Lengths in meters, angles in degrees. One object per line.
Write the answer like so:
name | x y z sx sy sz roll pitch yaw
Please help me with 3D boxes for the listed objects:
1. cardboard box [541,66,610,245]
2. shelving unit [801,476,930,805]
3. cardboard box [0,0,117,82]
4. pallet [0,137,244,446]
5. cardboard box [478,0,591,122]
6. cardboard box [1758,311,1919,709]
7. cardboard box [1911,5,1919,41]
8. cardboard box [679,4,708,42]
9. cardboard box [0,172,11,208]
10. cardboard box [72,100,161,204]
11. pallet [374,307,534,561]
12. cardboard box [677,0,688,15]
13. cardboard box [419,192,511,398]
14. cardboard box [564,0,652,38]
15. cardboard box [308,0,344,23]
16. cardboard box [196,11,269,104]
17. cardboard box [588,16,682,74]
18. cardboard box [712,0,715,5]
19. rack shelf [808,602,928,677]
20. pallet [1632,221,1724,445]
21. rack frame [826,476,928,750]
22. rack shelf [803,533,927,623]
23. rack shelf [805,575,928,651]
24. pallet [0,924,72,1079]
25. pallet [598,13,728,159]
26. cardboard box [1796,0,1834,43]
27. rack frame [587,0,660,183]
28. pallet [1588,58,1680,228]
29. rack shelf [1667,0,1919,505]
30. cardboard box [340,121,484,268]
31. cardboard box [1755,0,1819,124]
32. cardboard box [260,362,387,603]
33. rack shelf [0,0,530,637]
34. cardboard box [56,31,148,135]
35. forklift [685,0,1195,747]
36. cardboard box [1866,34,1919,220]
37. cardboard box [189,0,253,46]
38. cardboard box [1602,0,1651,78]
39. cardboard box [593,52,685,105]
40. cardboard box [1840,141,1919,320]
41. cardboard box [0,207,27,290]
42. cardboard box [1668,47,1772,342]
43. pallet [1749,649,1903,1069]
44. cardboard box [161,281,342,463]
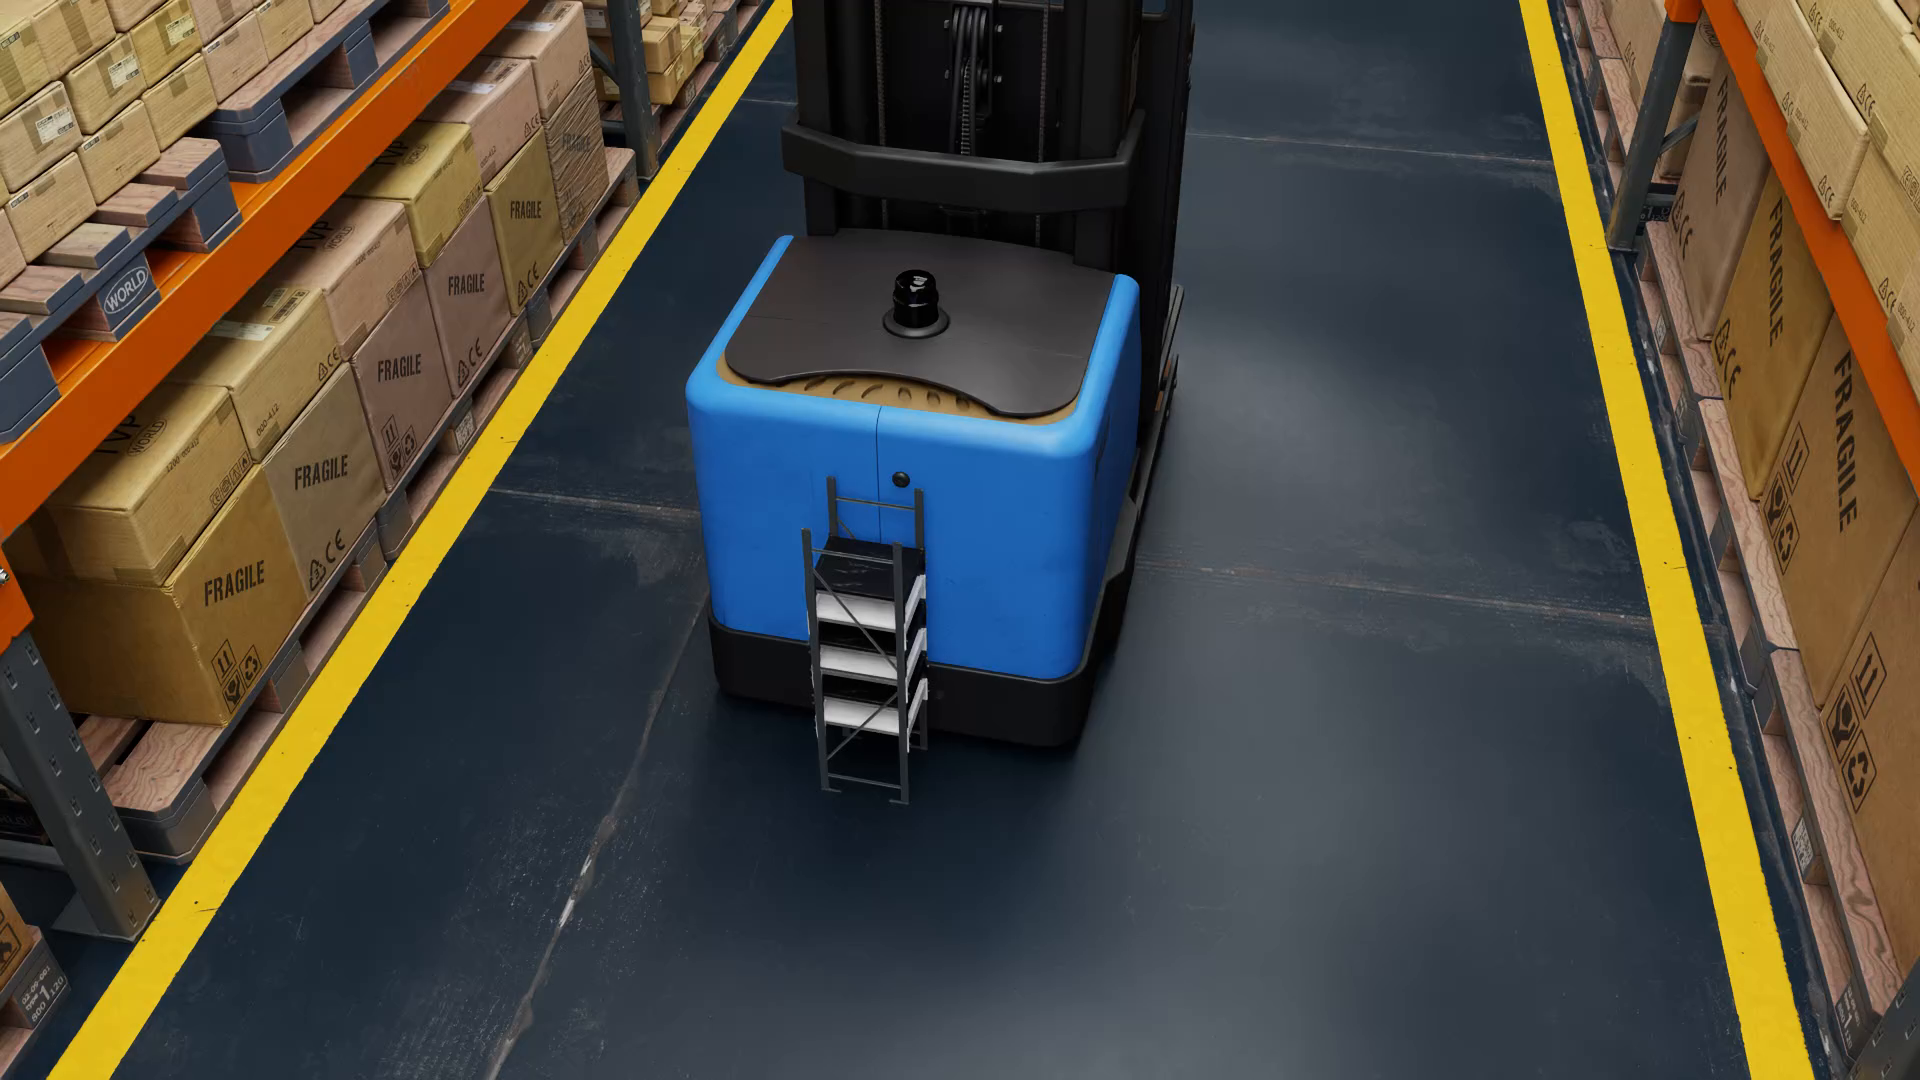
cardboard box | -1.681 -1.480 6.319 0.500 0.500 0.500 6 40 7
shelving unit | -0.229 0.273 4.213 0.258 0.900 0.210 8 40 10
cardboard box | -2.132 -1.149 3.687 0.380 0.149 0.250 6 40 7
pallet | -2.475 -0.649 3.831 1.213 0.211 1.003 6 40 8
cardboard box | -1.681 -1.766 6.076 0.500 0.250 0.500 5 40 6
cardboard box | 2.759 -0.108 4.365 0.875 0.875 0.875 7 40 8
cardboard box | 2.405 -1.193 3.475 0.500 0.500 0.500 6 40 8
cardboard box | -1.384 -2.359 7.657 0.380 0.149 0.250 6 40 7
cardboard box | -2.212 -0.725 3.407 0.380 0.149 0.250 8 40 10
cardboard box | -2.124 -0.925 3.883 0.380 0.149 0.250 8 40 10
pallet | -2.143 -0.443 5.620 1.003 0.211 1.213 6 40 8
cardboard box | -1.461 -2.470 7.558 0.380 0.149 0.250 6 40 7
cardboard box | -1.863 -0.837 5.541 0.500 0.500 0.500 6 40 7
cardboard box | -1.537 -2.260 7.070 0.380 0.149 0.250 8 40 9
cardboard box | -1.943 -1.583 4.678 0.380 0.149 0.250 5 40 6
cardboard box | -2.035 -1.262 4.290 0.380 0.149 0.250 8 40 9
cardboard box | -1.423 -2.144 7.164 0.380 0.149 0.250 8 40 10
cardboard box | -1.377 -2.697 8.065 0.380 0.149 0.250 5 40 6
rack shelf | -0.229 0.230 4.177 0.258 0.077 0.200 8 40 10
pallet | 3.033 -0.725 5.961 1.003 0.211 1.213 6 40 8
rack frame | -0.206 0.210 4.289 0.240 0.900 0.006 8 40 10
rack shelf | -0.229 0.091 4.062 0.258 0.077 0.200 8 40 10
rack shelf | -0.229 0.160 4.120 0.258 0.077 0.200 8 40 10
pallet | -2.704 1.297 3.515 1.003 0.211 1.213 6 40 8
pallet | -1.720 -2.125 7.655 1.003 0.211 1.213 6 40 8
cardboard box | 2.562 -1.538 4.481 0.500 0.250 0.500 7 40 8
rack frame | -1.801 -2.774 6.251 1.000 3.000 0.127 6 40 8
pallet | 3.300 -1.686 7.123 1.003 0.211 1.213 6 40 8
rack shelf | 2.746 -0.759 4.379 1.077 0.370 4.000 6 40 8
cardboard box | -1.860 -1.112 5.285 0.500 0.250 0.500 5 40 6
cardboard box | 2.563 -1.342 4.637 0.500 0.250 0.500 6 40 7
cardboard box | -2.036 -0.194 4.763 0.500 0.500 0.500 7 40 8
rack shelf | -2.147 -1.242 4.963 1.077 0.370 4.000 6 40 8
cardboard box | -2.124 -1.063 3.816 0.380 0.149 0.250 5 40 6
forklift | 0.143 -1.520 4.788 1.130 2.935 3.031 8 40 10
cardboard box | 2.387 -0.894 3.703 0.500 0.250 0.500 5 40 7
cardboard box | -2.037 -1.378 4.196 0.380 0.149 0.250 6 40 8
cardboard box | 3.461 -2.410 7.493 0.875 0.438 0.875 5 40 6
cardboard box | -1.422 -2.030 7.260 0.380 0.149 0.250 5 40 6
cardboard box | 2.407 -0.706 3.868 0.500 0.250 0.500 6 40 7
cardboard box | -2.217 -0.588 3.474 0.380 0.149 0.250 6 40 7
cardboard box | 3.063 -1.237 5.730 0.875 0.875 0.875 8 40 9
pallet | 2.610 0.807 4.109 1.003 0.211 1.213 6 40 8
cardboard box | -2.048 -0.476 4.515 0.500 0.250 0.500 6 40 7
